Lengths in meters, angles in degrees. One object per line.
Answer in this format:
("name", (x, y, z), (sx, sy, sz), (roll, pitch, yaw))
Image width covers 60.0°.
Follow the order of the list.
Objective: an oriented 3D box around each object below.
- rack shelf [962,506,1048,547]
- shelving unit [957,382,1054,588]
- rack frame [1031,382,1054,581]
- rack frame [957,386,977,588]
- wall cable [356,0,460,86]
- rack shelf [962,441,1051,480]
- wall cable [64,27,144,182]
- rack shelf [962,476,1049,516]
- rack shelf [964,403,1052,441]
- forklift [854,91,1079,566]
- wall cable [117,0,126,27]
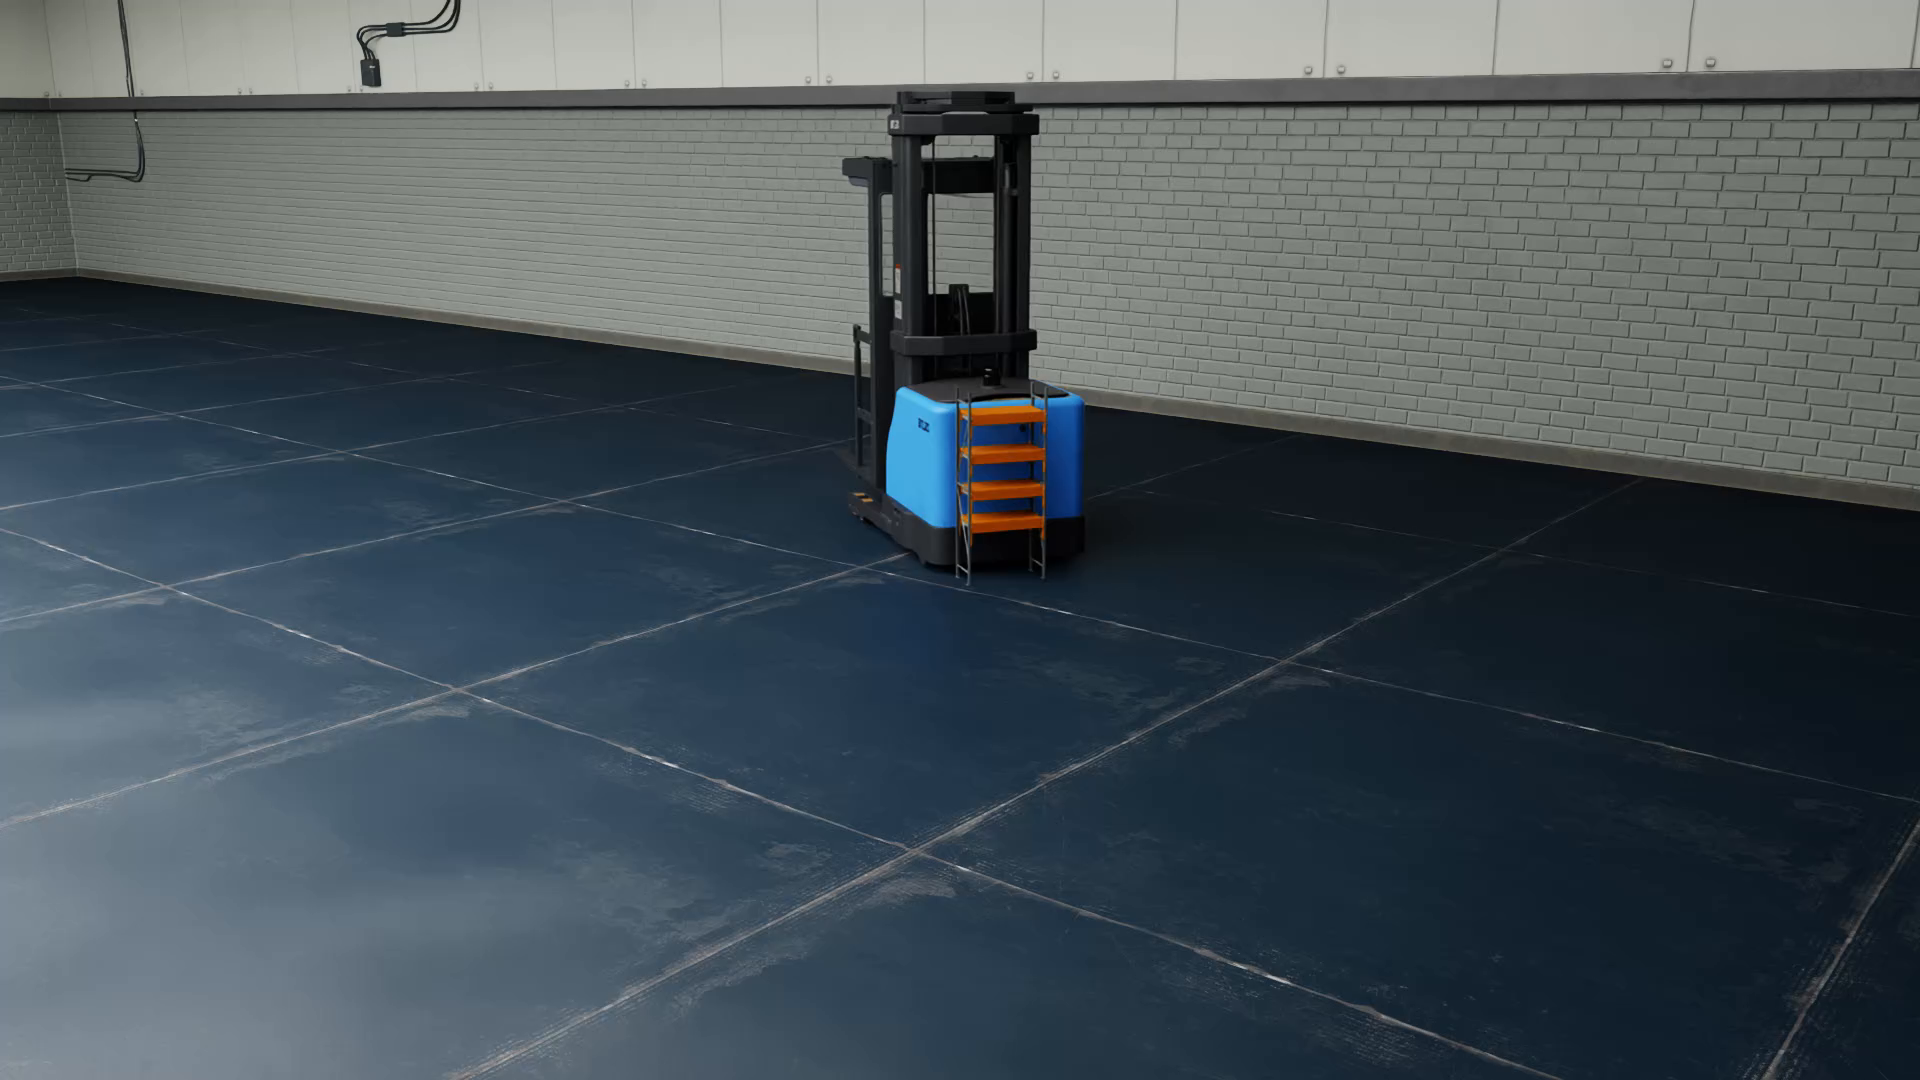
("rack shelf", (0.267, -0.083, 10.185), (0.480, 0.148, 0.258), (-5, 19, -18))
("shelving unit", (0.273, -0.336, 10.103), (0.503, 1.200, 0.258), (-5, 19, -18))
("rack frame", (0.504, -0.356, 10.178), (0.015, 1.200, 0.240), (-5, 19, -18))
("rack frame", (0.042, -0.317, 10.027), (0.015, 1.200, 0.240), (-5, 19, -18))
("wall cable", (-7.405, -9.062, 21.737), (2.305, 6.003, 0.169), (11, 18, 38))
("rack shelf", (0.276, -0.485, 10.054), (0.480, 0.148, 0.258), (-5, 19, -18))
("wall cable", (-14.779, -7.381, 28.333), (3.097, 2.526, 0.112), (11, 18, 38))
("rack shelf", (0.271, -0.272, 10.123), (0.480, 0.148, 0.258), (-5, 19, -18))
("rack shelf", (0.281, -0.710, 9.981), (0.480, 0.148, 0.258), (-5, 19, -18))
("forklift", (-0.104, -1.579, 11.511), (1.130, 2.935, 3.031), (-4, 15, -14))
("wall cable", (-12.675, -9.410, 26.063), (3.097, 2.526, 0.112), (11, 18, 38))
